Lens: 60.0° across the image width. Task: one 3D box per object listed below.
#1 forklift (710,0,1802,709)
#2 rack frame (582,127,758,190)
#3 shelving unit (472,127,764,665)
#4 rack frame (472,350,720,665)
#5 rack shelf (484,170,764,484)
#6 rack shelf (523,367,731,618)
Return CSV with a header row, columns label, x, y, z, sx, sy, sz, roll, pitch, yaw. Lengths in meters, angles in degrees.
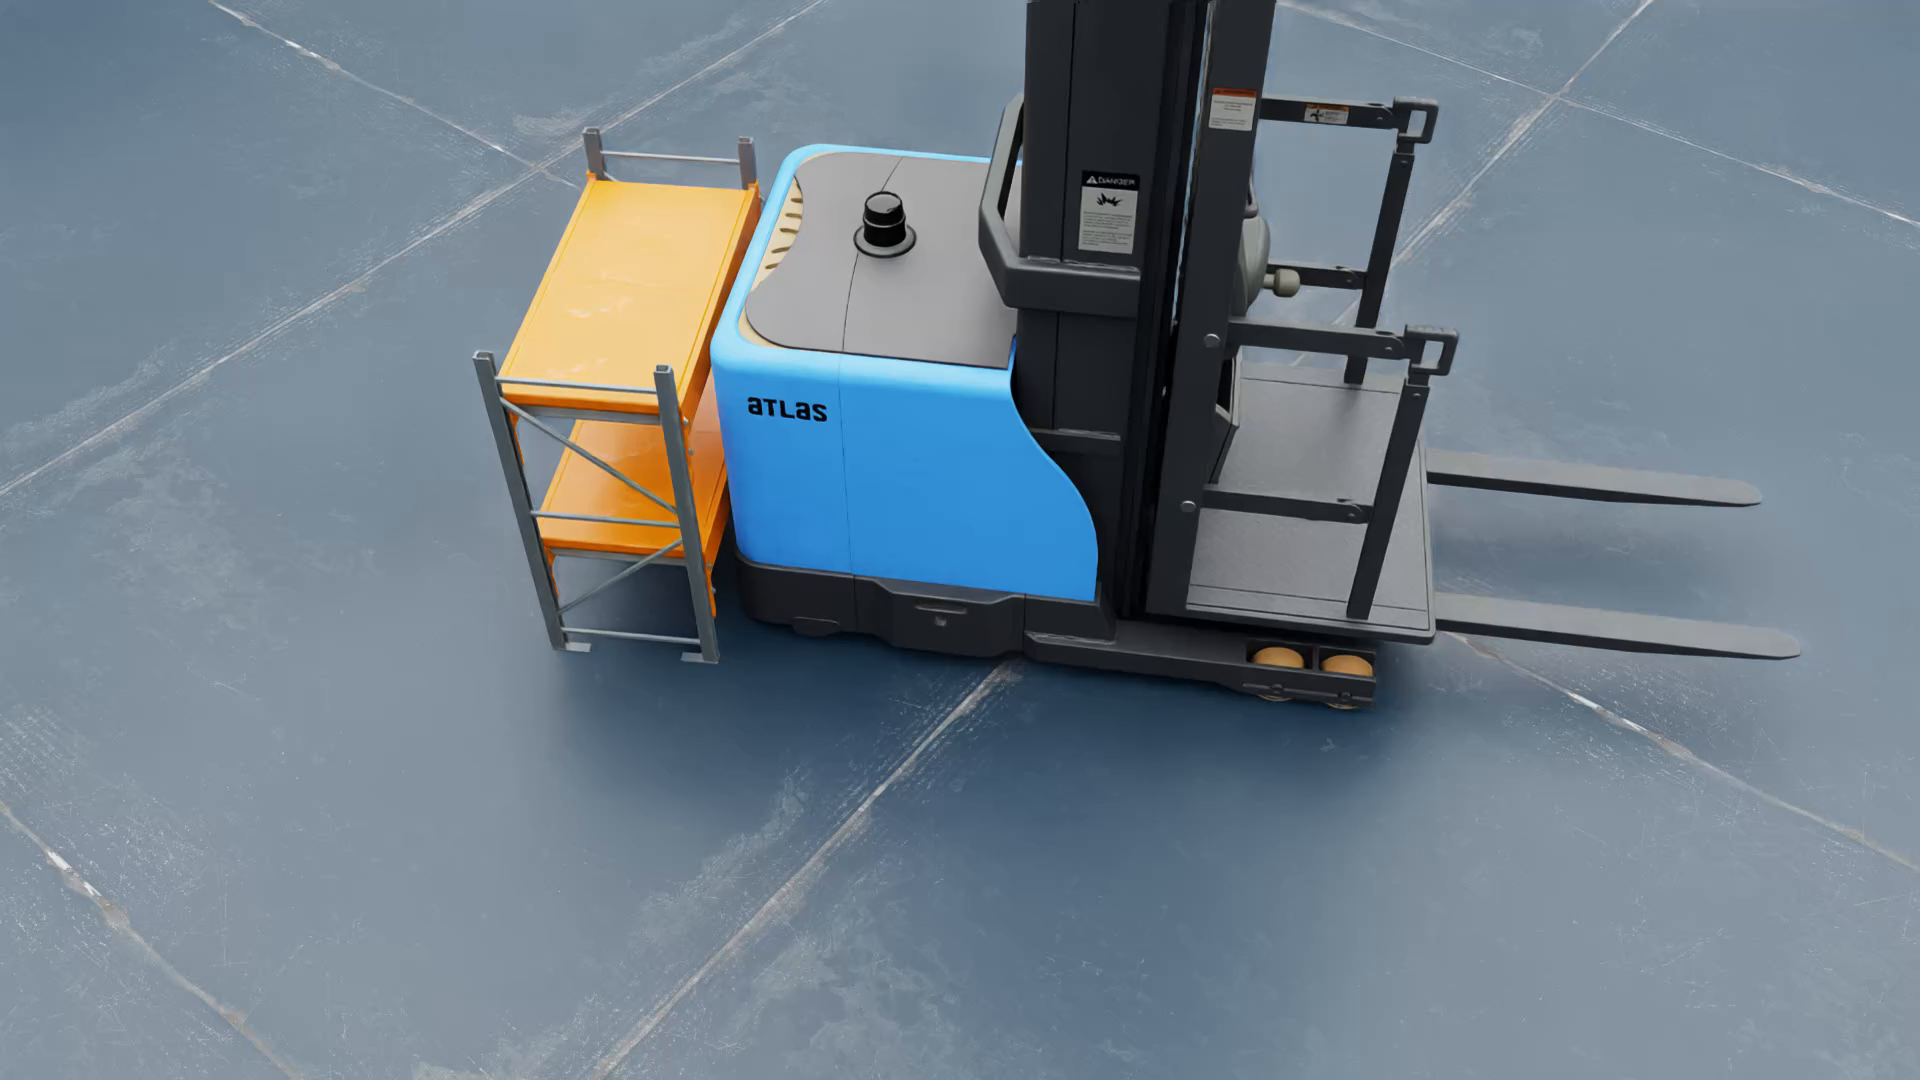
label,x,y,z,sx,sy,sz,roll,pitch,yaw
forklift,0.901,-0.941,4.122,3.031,2.935,1.130,6,47,6
rack frame,-0.846,-0.784,5.221,0.500,1.125,0.032,5,46,4
shelving unit,-0.903,-0.418,4.872,0.538,1.125,1.048,5,46,4
rack frame,-0.960,-0.053,4.523,0.500,1.125,0.032,5,46,4
rack shelf,-0.903,-0.621,4.660,0.538,0.278,1.000,5,46,4
rack shelf,-0.903,-0.250,5.049,0.538,0.278,1.000,5,46,4
